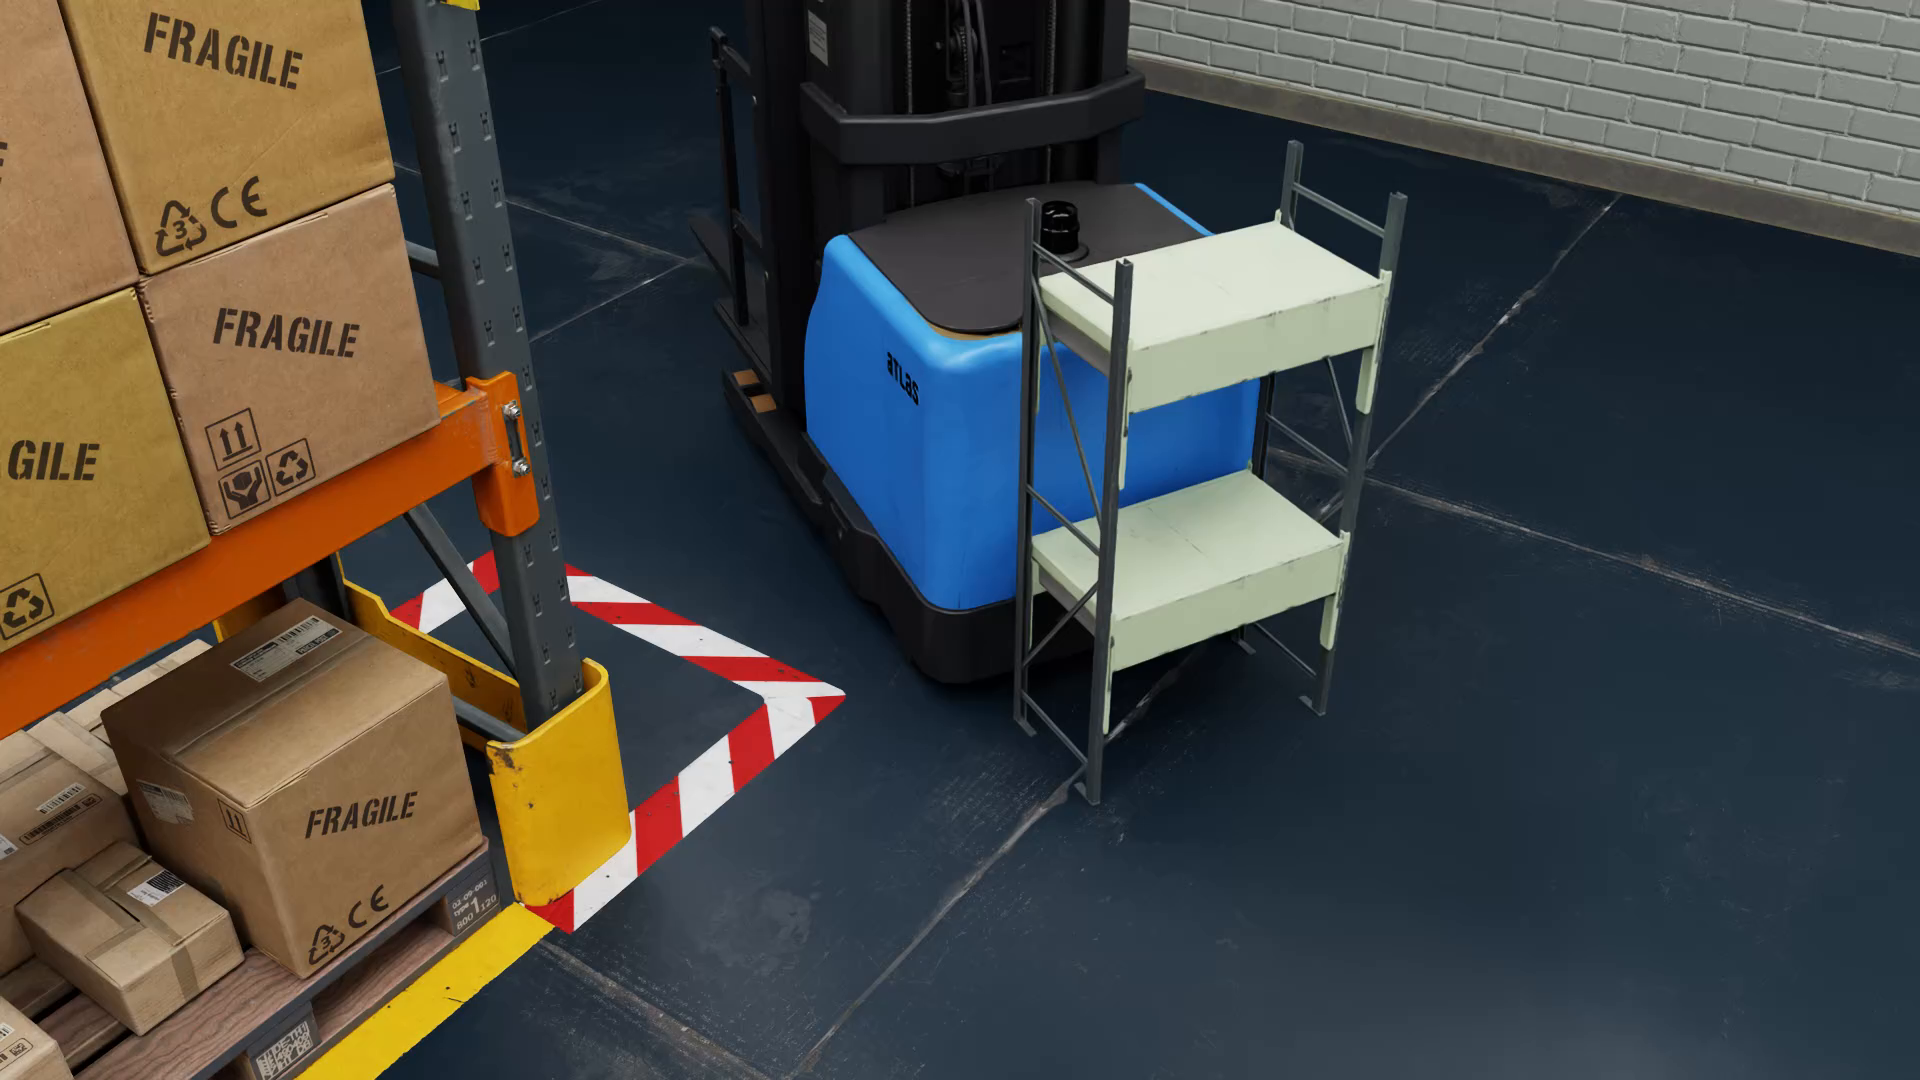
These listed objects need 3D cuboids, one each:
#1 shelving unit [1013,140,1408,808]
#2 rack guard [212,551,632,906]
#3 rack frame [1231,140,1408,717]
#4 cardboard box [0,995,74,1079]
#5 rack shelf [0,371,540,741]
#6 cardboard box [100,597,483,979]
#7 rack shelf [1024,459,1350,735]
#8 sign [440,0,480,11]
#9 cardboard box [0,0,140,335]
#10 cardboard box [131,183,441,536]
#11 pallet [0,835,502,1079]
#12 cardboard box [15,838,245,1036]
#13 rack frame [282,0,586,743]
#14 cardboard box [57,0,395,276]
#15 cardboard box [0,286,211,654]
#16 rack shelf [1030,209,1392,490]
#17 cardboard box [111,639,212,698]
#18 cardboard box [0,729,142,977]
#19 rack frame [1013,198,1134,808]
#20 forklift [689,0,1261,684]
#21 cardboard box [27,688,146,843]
[{"bbox_3d":[0.571,-0.139,4.117,0.755,1.500,0.431,-17,38,-24],"label":"shelving unit"},{"bbox_3d":[-1.374,0.414,4.191,1.175,0.500,0.348,21,39,28],"label":"rack guard"},{"bbox_3d":[0.891,-0.238,4.263,0.023,1.500,0.400,-17,38,-24],"label":"rack frame"},{"bbox_3d":[-2.005,1.057,3.071,0.500,0.250,0.500,21,39,28],"label":"cardboard box"},{"bbox_3d":[-2.471,0.562,2.383,1.077,0.370,4.000,21,39,28],"label":"rack shelf"},{"bbox_3d":[-1.438,0.526,3.633,0.500,0.500,0.500,21,39,28],"label":"cardboard box"},{"bbox_3d":[0.571,0.131,4.299,0.720,0.370,0.431,-17,38,-24],"label":"rack shelf"},{"bbox_3d":[-0.886,-1.080,2.854,0.100,0.325,0.005,21,39,28],"label":"sign"},{"bbox_3d":[-1.646,-0.586,2.457,0.500,0.500,0.500,22,40,29],"label":"cardboard box"},{"bbox_3d":[-1.363,-0.404,3.081,0.500,0.500,0.500,23,40,30],"label":"cardboard box"},{"bbox_3d":[-1.828,0.901,3.729,1.003,0.211,1.213,21,39,28],"label":"pallet"},{"bbox_3d":[-1.743,0.822,3.493,0.380,0.166,0.250,21,39,28],"label":"cardboard box"},{"bbox_3d":[-1.331,-0.656,3.542,1.000,3.000,0.127,21,39,28],"label":"rack frame"},{"bbox_3d":[-1.359,-0.819,2.802,0.500,0.500,0.500,21,39,28],"label":"cardboard box"},{"bbox_3d":[-1.655,-0.165,2.726,0.500,0.500,0.500,22,40,29],"label":"cardboard box"},{"bbox_3d":[0.571,-0.462,3.898,0.720,0.370,0.431,-17,38,-24],"label":"rack shelf"},{"bbox_3d":[-1.852,0.426,4.095,0.380,0.149,0.250,21,39,28],"label":"cardboard box"},{"bbox_3d":[-2.159,0.690,3.613,0.500,0.250,0.500,21,39,28],"label":"cardboard box"},{"bbox_3d":[0.251,-0.040,3.970,0.023,1.500,0.400,-17,38,-24],"label":"rack frame"},{"bbox_3d":[-0.189,-1.637,5.055,1.130,2.935,3.031,-14,36,-19],"label":"forklift"},{"bbox_3d":[-1.994,0.533,3.920,0.380,0.166,0.250,21,39,28],"label":"cardboard box"}]
